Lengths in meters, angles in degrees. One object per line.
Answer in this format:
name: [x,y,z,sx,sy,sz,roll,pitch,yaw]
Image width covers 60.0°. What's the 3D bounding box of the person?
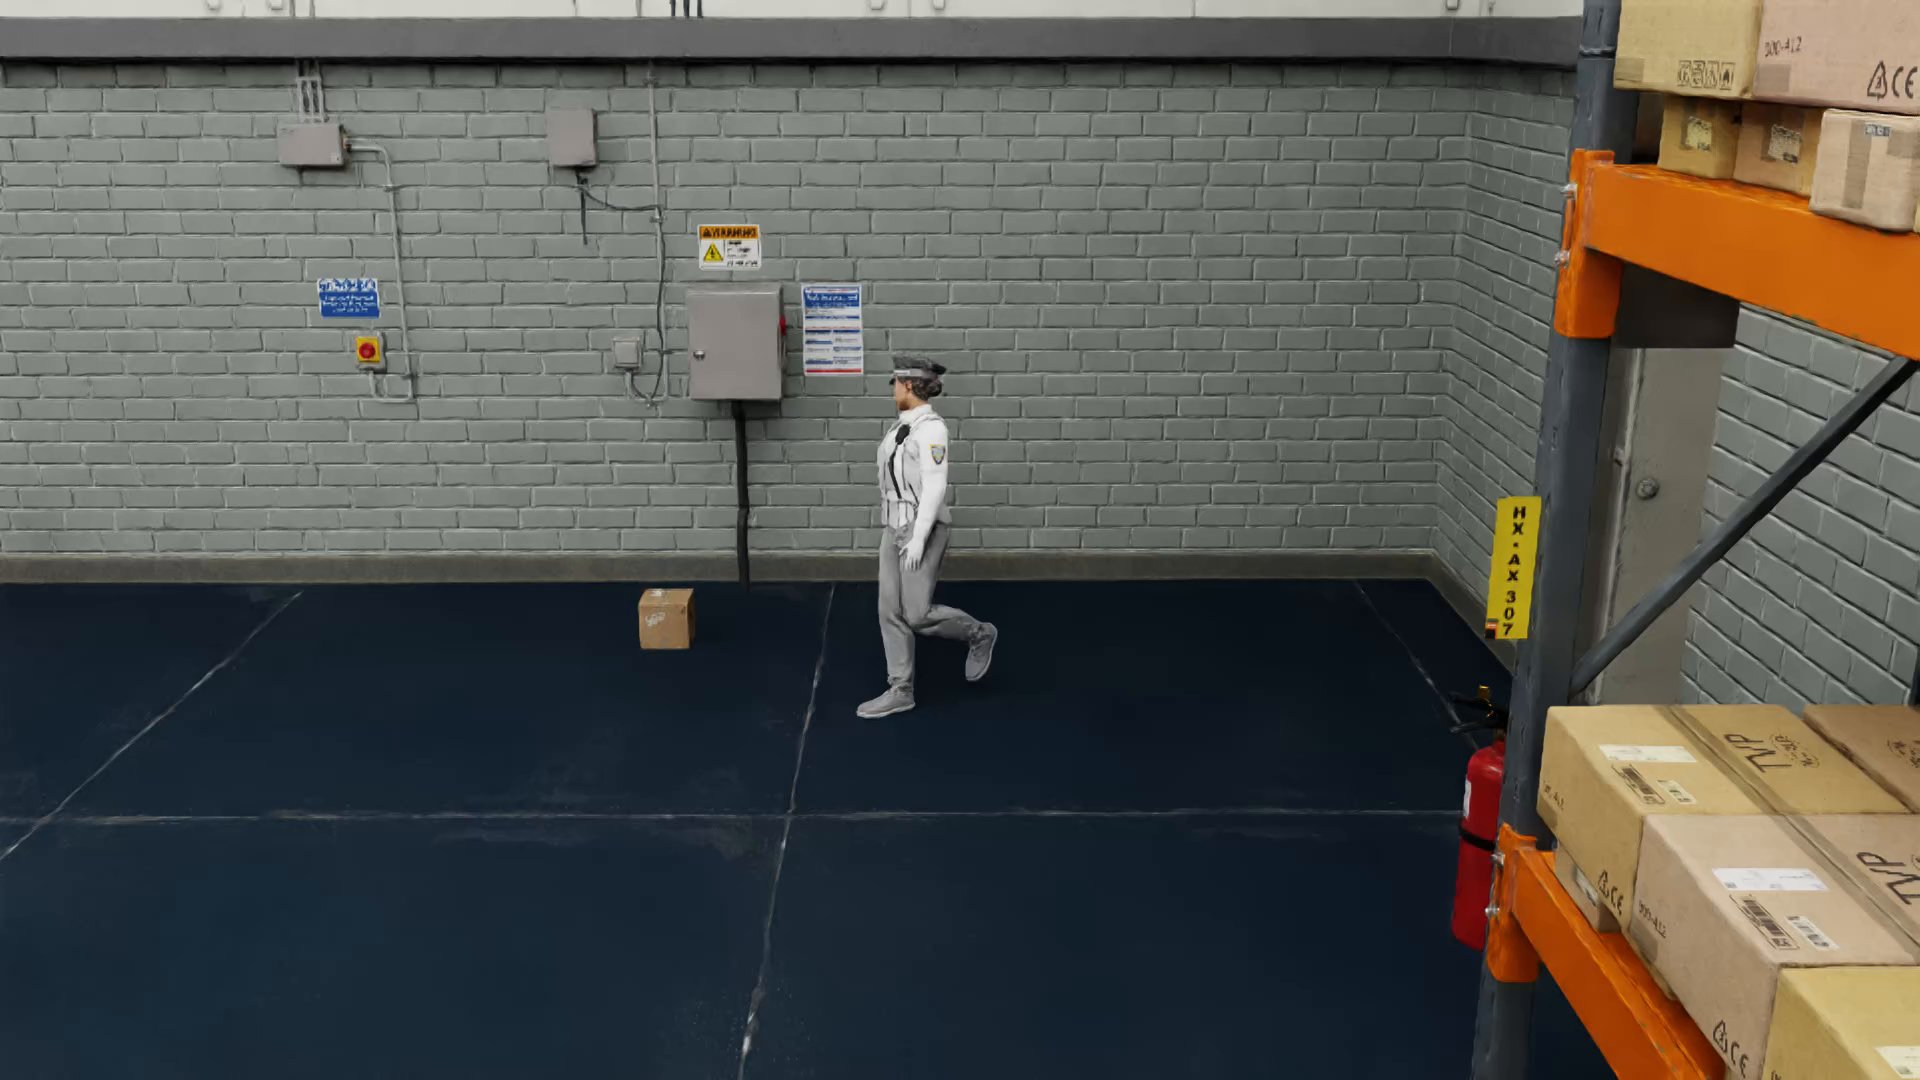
person: [-0.195,0.079,7.734,0.719,1.392,0.525,-7,19,-22]
